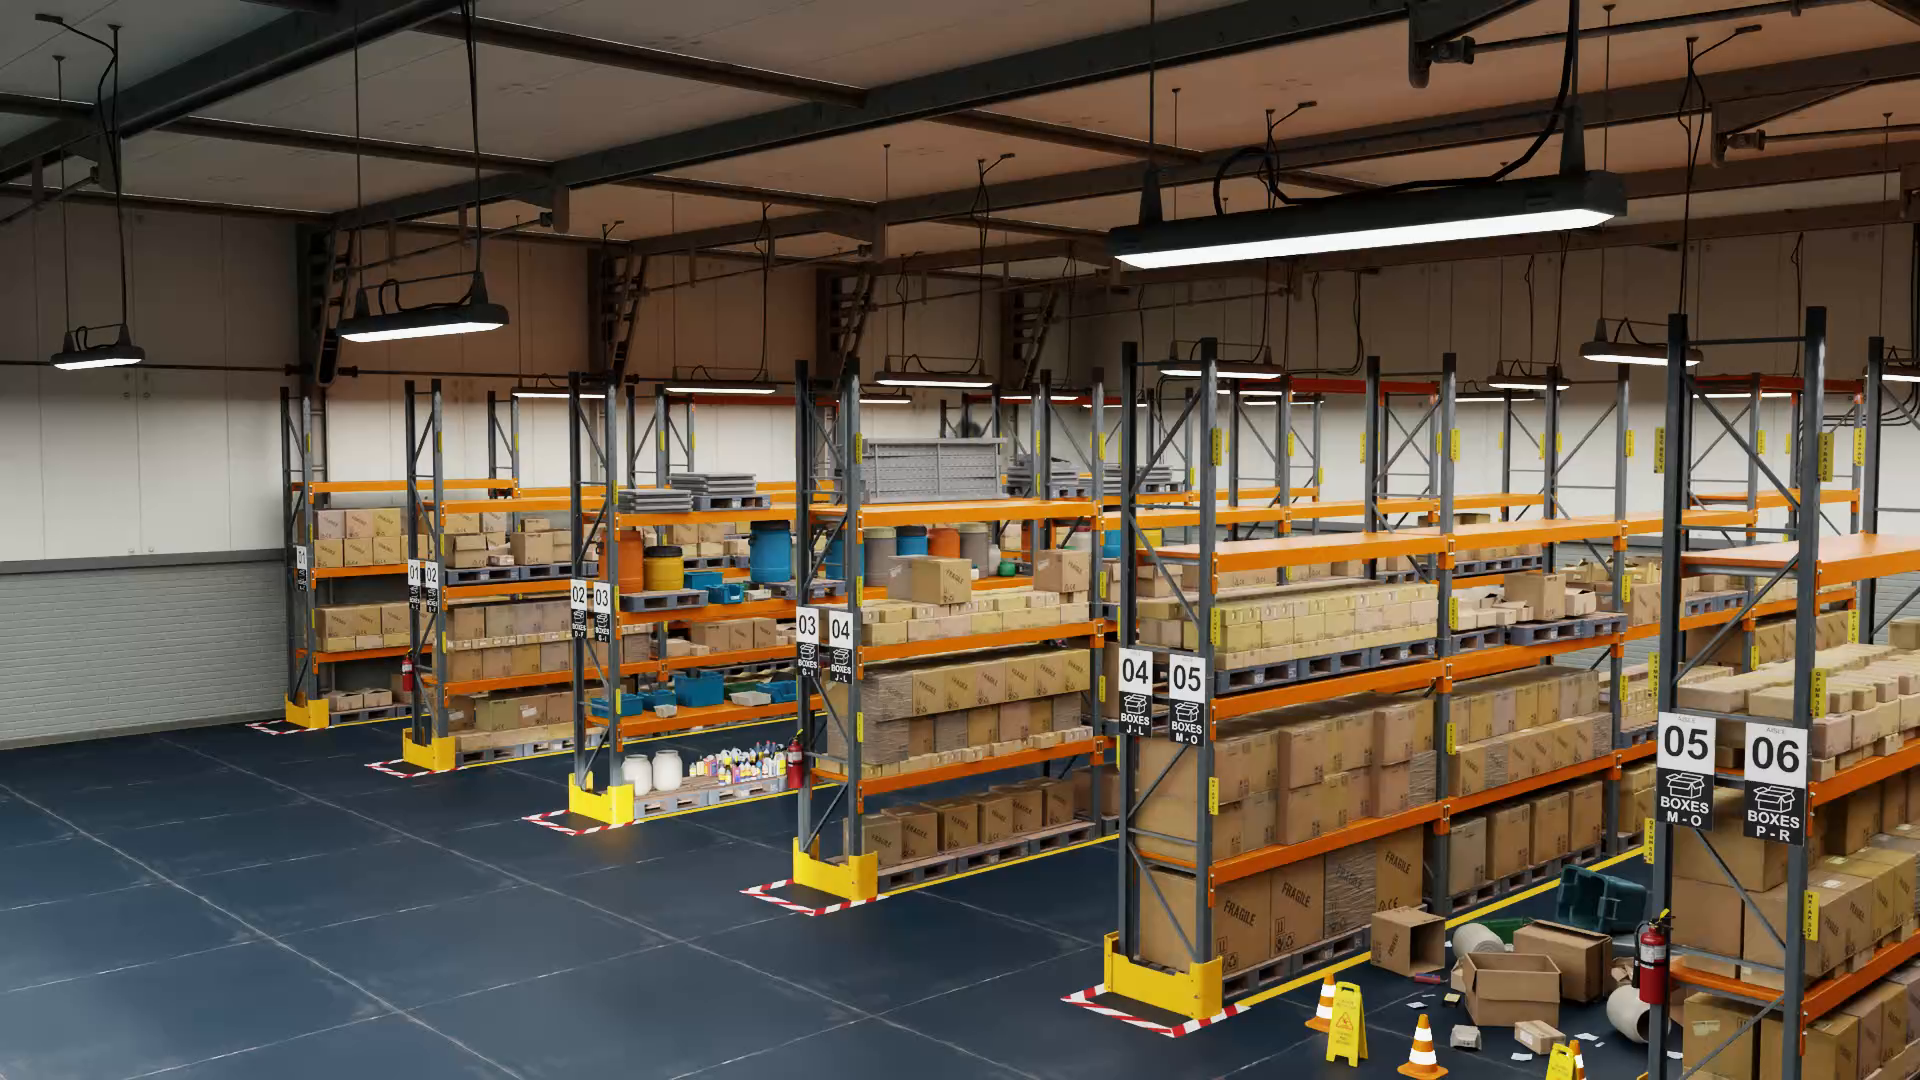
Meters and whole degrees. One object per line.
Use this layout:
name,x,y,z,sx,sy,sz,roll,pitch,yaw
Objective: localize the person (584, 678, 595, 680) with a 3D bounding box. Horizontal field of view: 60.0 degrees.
person,-6.658,2.400,29.625,0.699,1.737,0.693,-3,5,-37
